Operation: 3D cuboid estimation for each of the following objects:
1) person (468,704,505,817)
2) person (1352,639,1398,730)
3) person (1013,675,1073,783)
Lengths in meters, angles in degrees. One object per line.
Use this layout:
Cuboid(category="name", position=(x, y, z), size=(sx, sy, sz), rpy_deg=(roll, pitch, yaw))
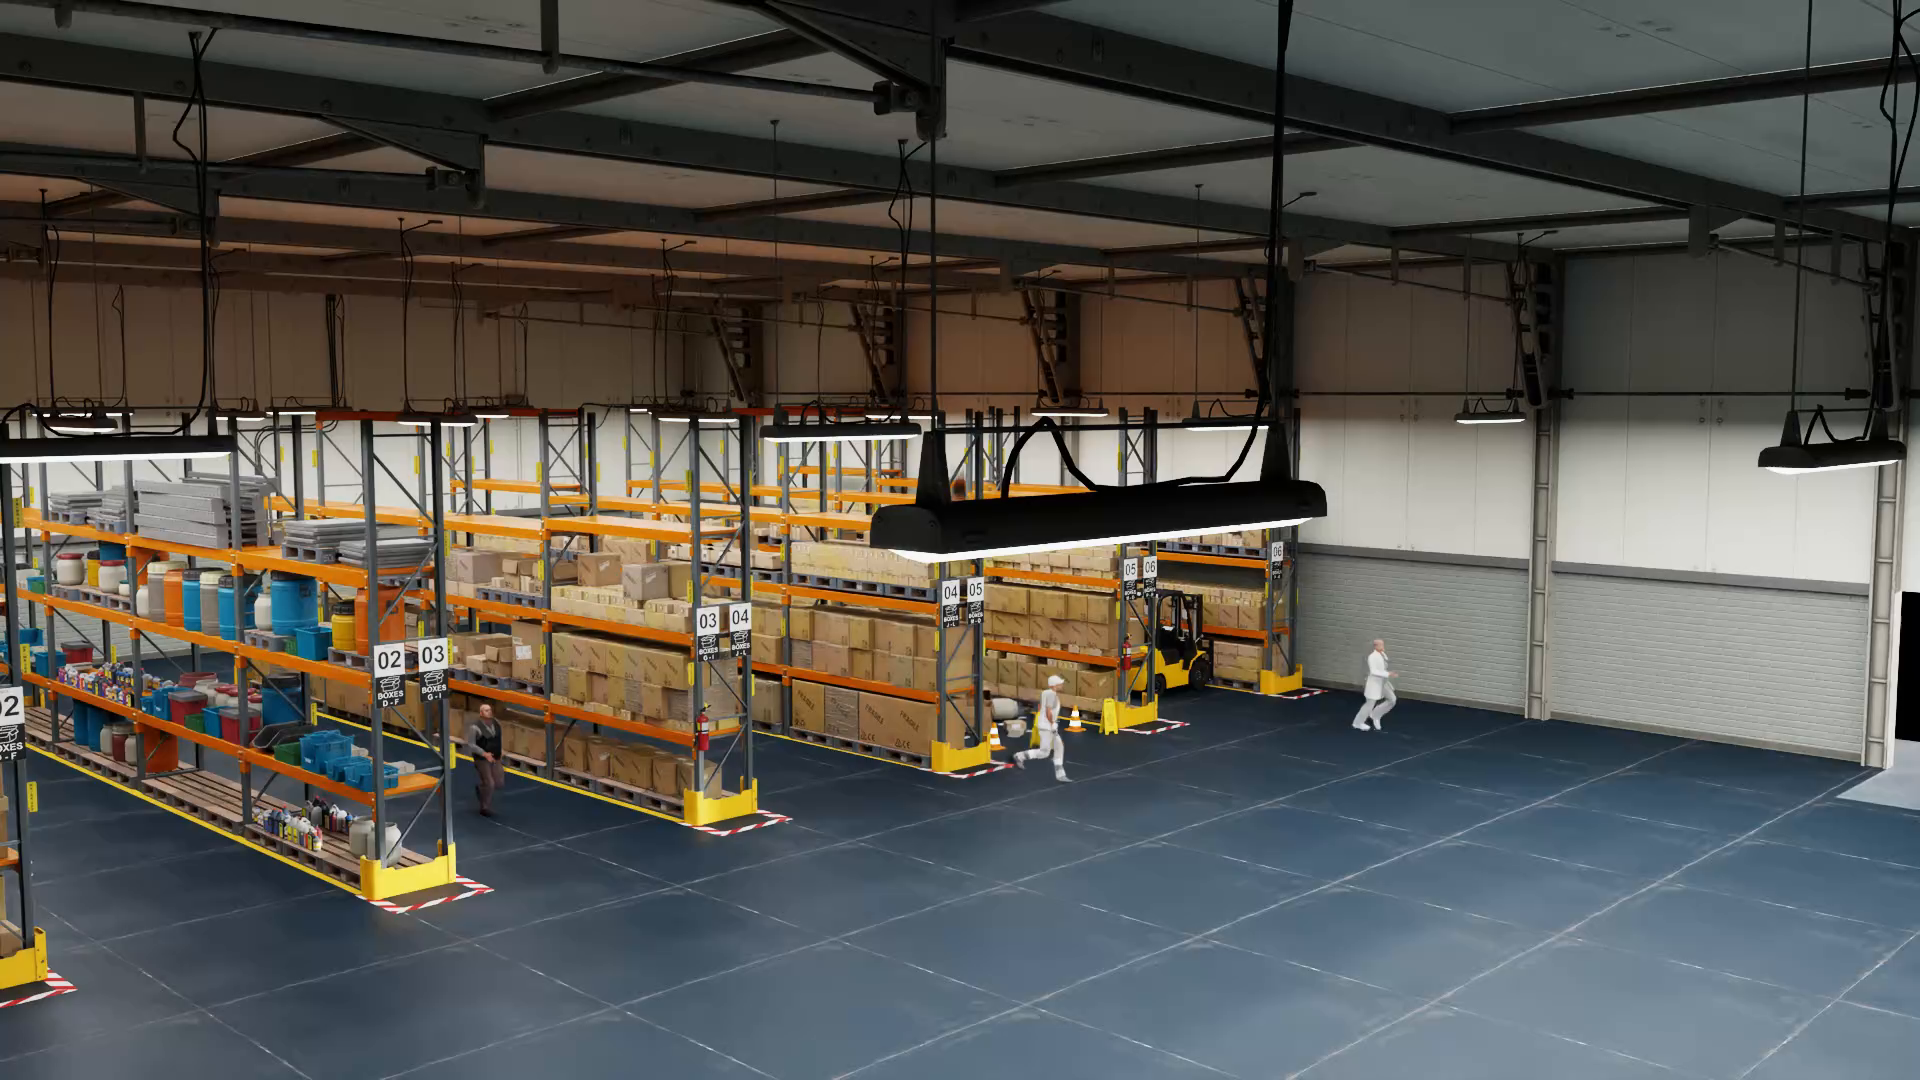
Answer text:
Cuboid(category="person", position=(-7.093, 3.326, 24.949), size=(0.654, 1.617, 0.674), rpy_deg=(4, 6, 36))
Cuboid(category="person", position=(7.806, 2.695, 31.053), size=(0.897, 1.736, 0.732), rpy_deg=(5, 7, 42))
Cuboid(category="person", position=(1.355, 3.083, 27.040), size=(0.991, 1.770, 0.660), rpy_deg=(0, 5, 0))
